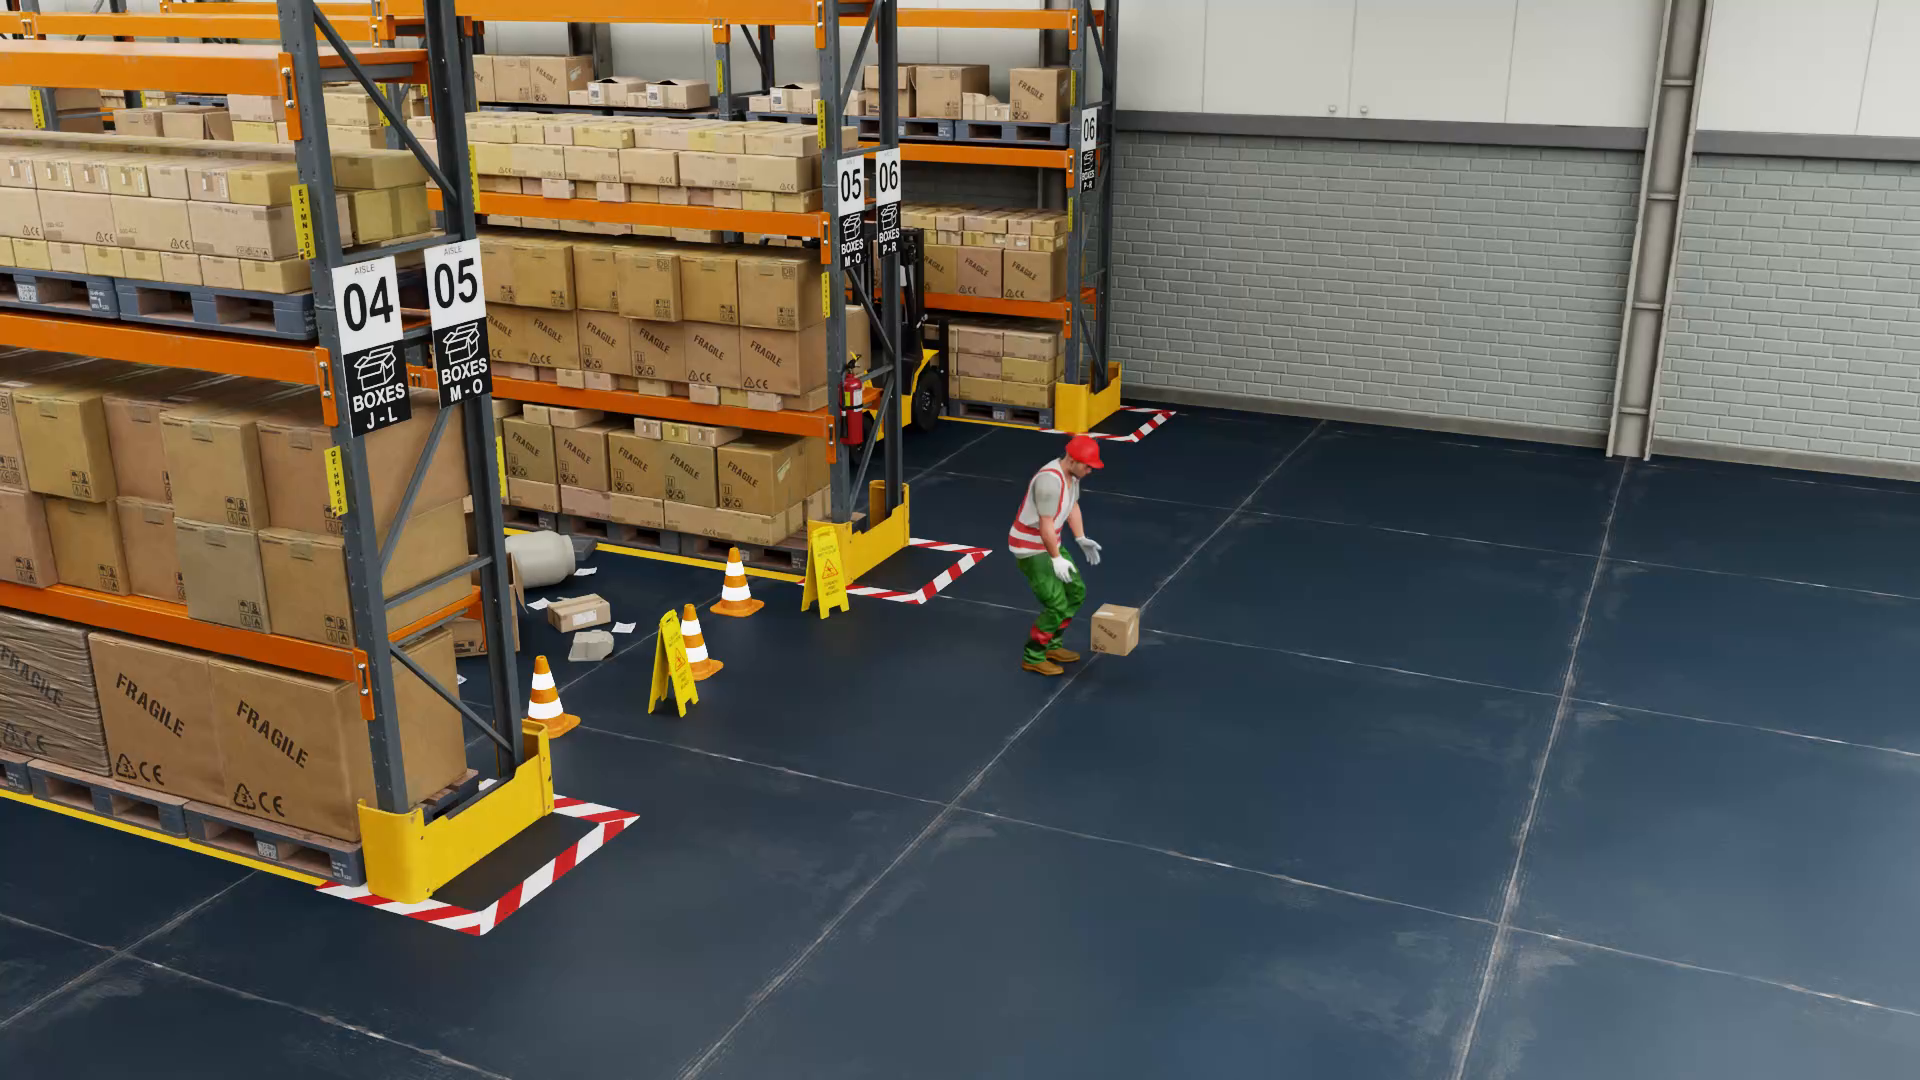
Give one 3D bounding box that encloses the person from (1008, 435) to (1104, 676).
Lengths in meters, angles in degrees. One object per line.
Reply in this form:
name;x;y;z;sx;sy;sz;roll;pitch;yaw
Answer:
person;0.648;0.071;11.072;0.602;1.627;0.568;9;21;24
